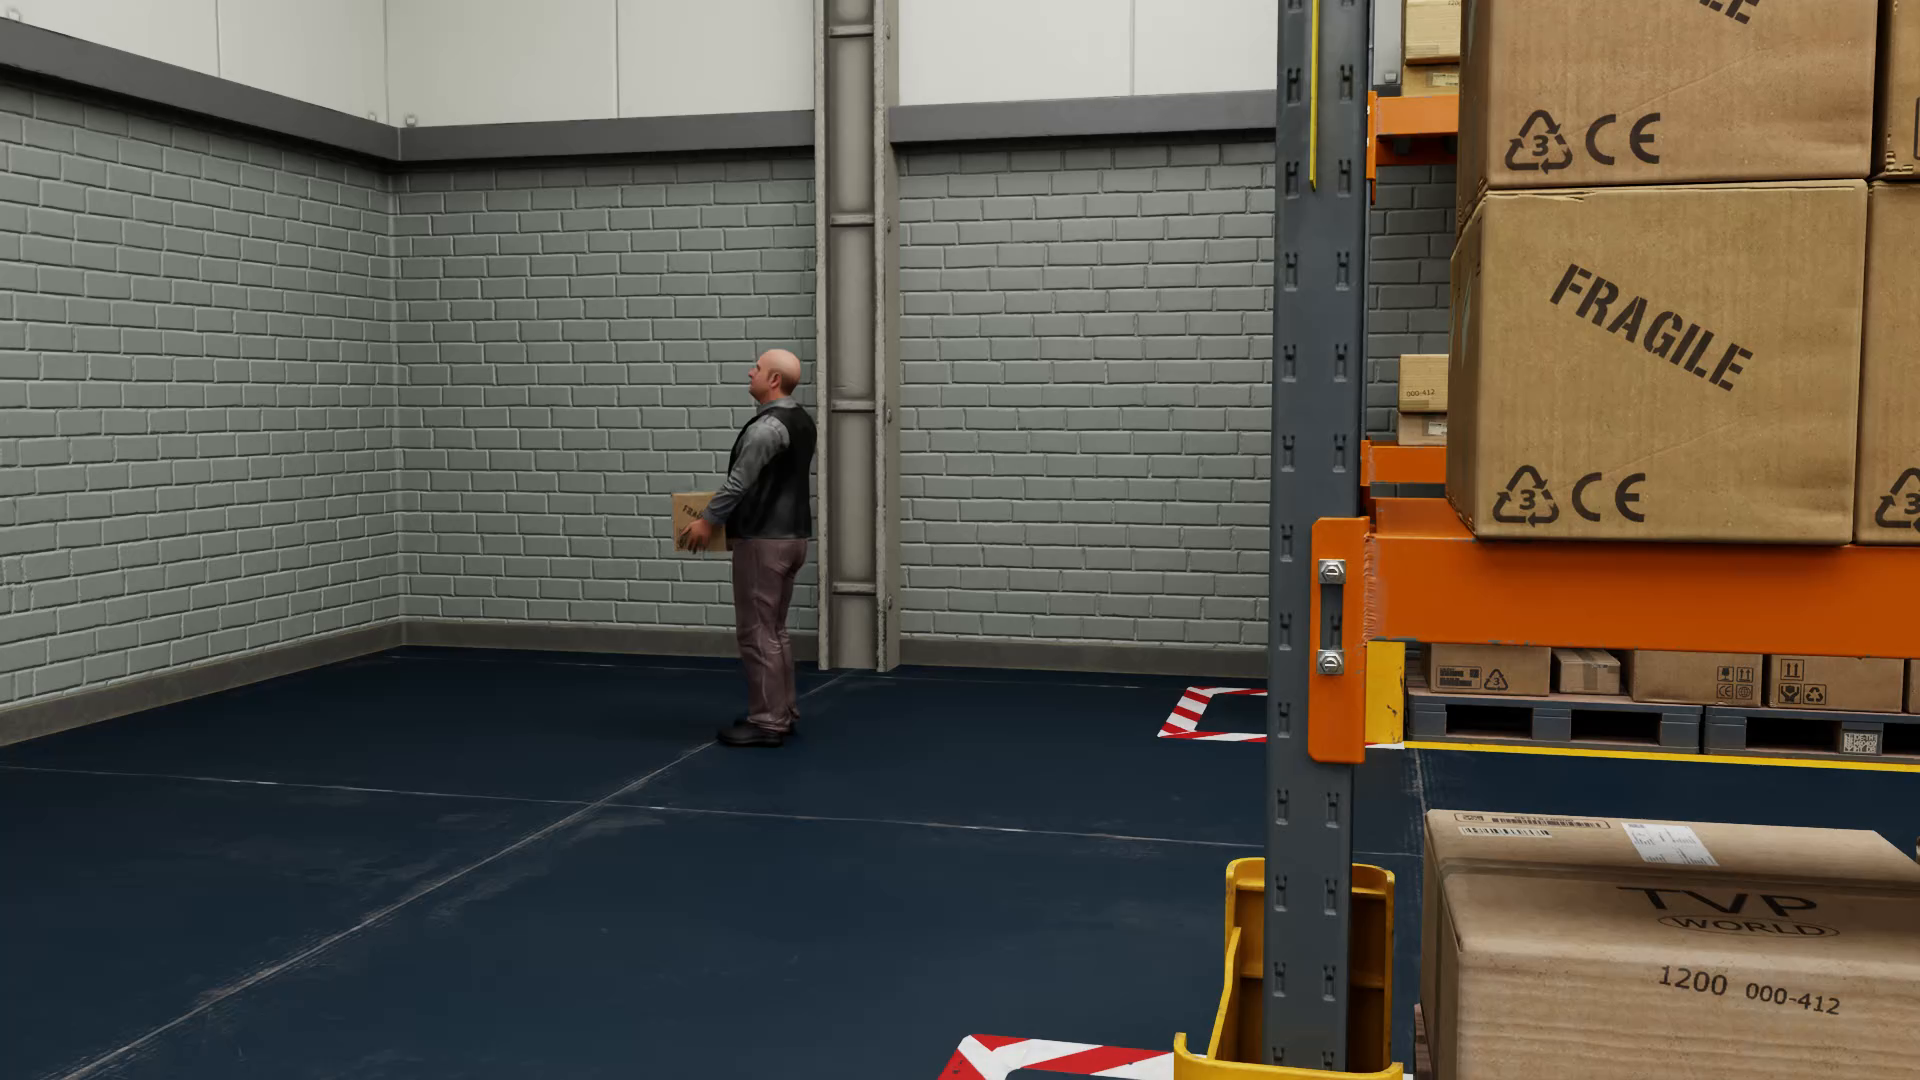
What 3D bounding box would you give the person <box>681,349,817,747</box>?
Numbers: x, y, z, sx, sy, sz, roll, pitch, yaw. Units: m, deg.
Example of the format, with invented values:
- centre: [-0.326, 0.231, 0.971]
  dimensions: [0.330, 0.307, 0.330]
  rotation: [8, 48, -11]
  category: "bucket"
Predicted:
- centre: [-0.923, 0.065, 7.316]
  dimensions: [0.545, 1.650, 0.505]
  rotation: [1, 5, 13]
  category: "person"
